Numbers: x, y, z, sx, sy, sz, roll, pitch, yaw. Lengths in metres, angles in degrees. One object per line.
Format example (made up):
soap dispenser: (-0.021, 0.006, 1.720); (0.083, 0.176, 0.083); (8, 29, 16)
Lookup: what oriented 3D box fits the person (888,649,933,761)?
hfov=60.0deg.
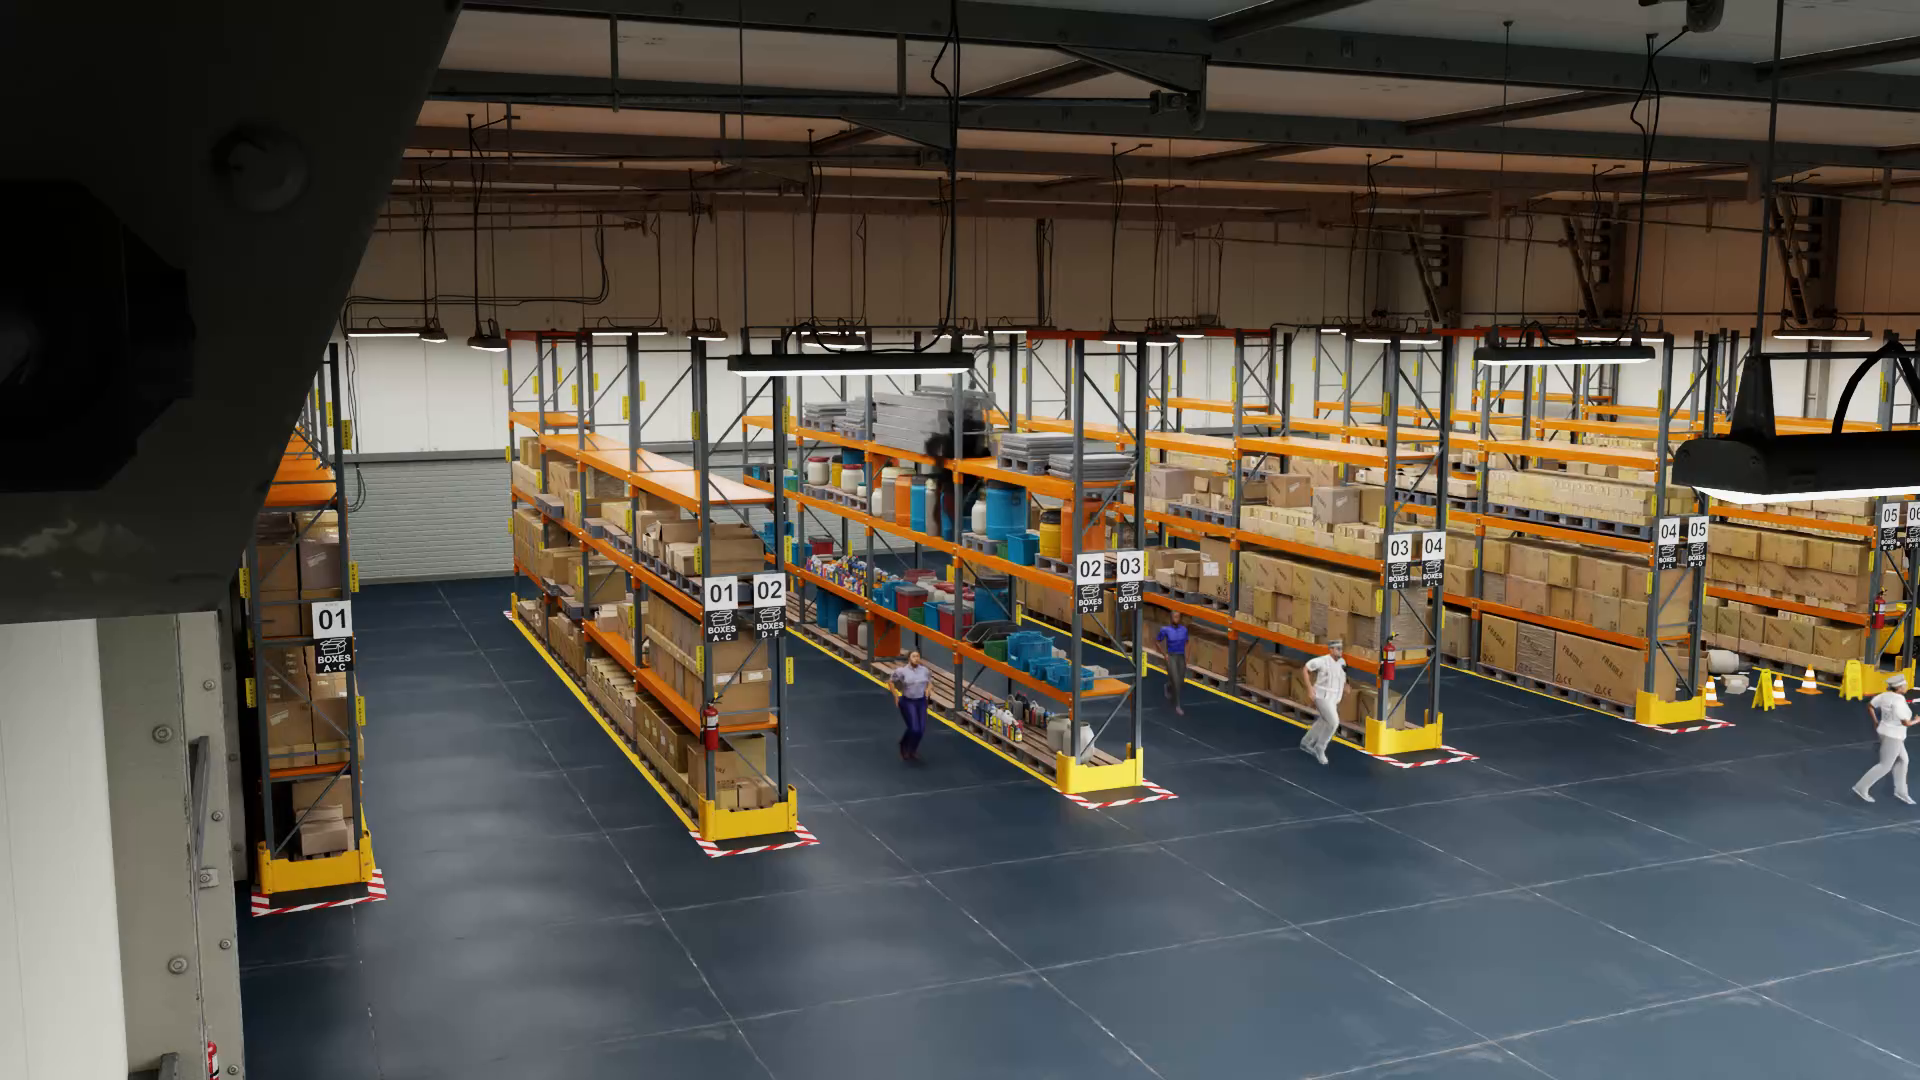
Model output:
person: (-0.641, 2.345, 23.481); (0.596, 1.593, 0.607); (-4, 9, -28)

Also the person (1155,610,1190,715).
person: (3.403, 1.923, 26.596); (0.590, 1.640, 0.743); (-3, 8, -20)

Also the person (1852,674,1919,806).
person: (11.983, 2.577, 21.454); (0.805, 1.746, 0.603); (2, 8, 12)

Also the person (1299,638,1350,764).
person: (5.237, 2.267, 23.732); (0.651, 1.772, 0.756); (-6, 10, -39)
